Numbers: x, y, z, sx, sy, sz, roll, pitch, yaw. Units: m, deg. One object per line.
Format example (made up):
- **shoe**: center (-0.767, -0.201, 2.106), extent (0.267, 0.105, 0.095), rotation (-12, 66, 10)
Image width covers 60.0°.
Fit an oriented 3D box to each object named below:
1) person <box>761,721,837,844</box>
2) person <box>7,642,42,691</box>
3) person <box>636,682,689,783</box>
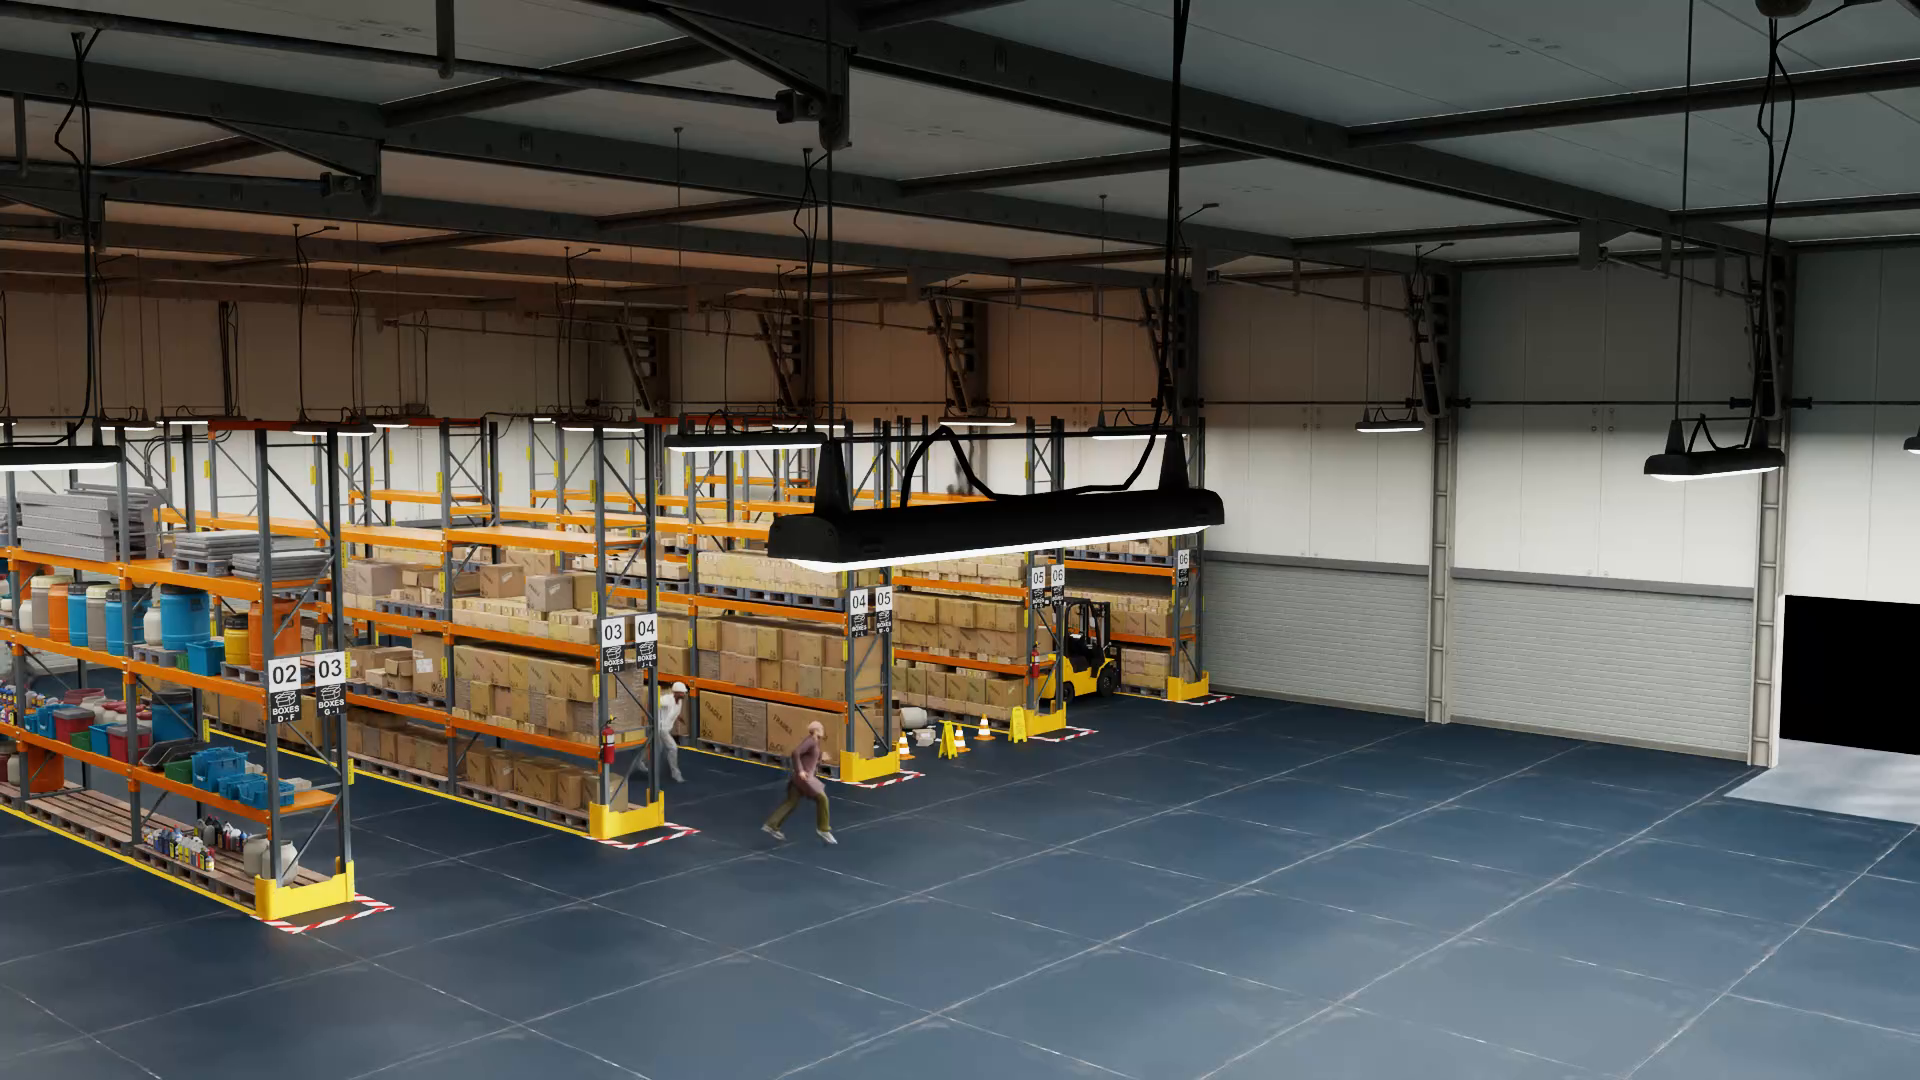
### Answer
- **person**: center (-2.307, 3.492, 23.773), extent (1.080, 1.800, 0.704), rotation (-1, 5, -17)
- **person**: center (-19.680, 2.618, 34.810), extent (0.857, 1.664, 0.588), rotation (-2, 5, -25)
- **person**: center (-5.014, 3.206, 27.815), extent (1.060, 1.715, 0.746), rotation (2, 5, 22)
